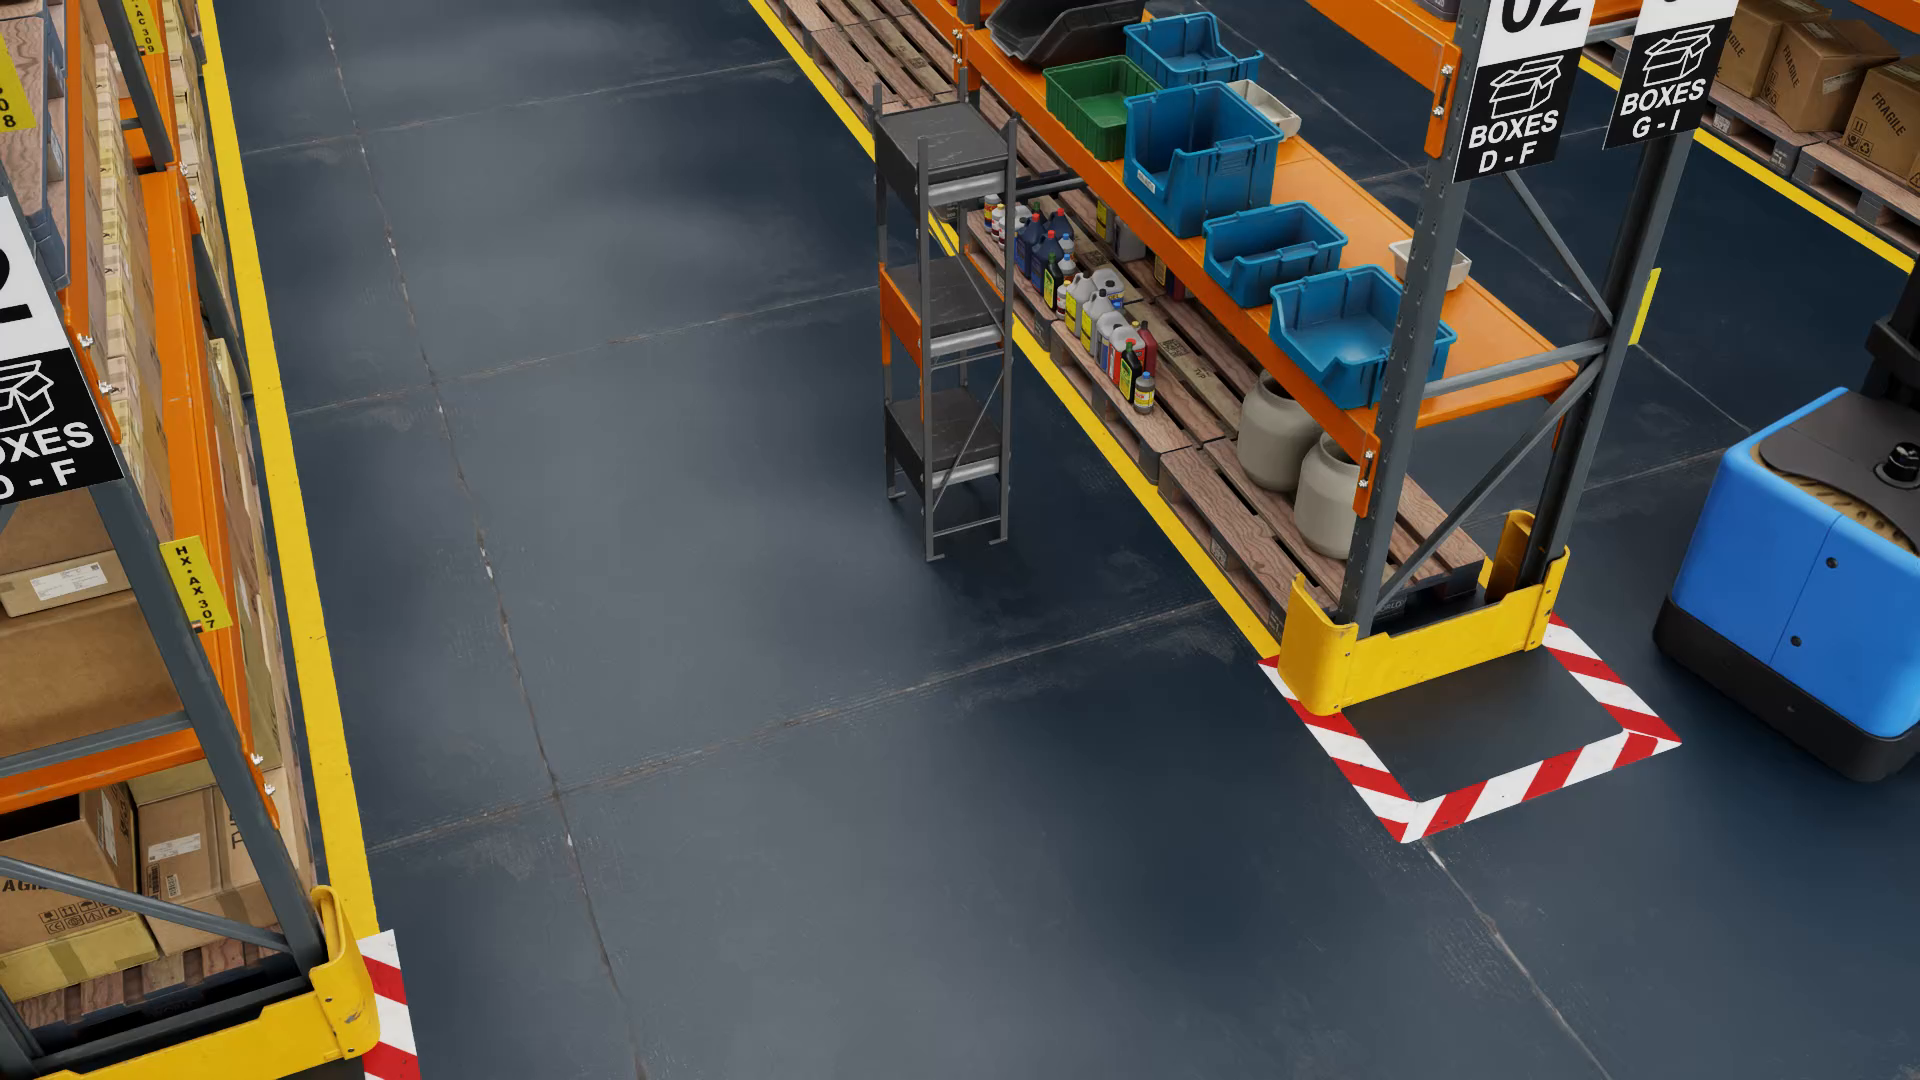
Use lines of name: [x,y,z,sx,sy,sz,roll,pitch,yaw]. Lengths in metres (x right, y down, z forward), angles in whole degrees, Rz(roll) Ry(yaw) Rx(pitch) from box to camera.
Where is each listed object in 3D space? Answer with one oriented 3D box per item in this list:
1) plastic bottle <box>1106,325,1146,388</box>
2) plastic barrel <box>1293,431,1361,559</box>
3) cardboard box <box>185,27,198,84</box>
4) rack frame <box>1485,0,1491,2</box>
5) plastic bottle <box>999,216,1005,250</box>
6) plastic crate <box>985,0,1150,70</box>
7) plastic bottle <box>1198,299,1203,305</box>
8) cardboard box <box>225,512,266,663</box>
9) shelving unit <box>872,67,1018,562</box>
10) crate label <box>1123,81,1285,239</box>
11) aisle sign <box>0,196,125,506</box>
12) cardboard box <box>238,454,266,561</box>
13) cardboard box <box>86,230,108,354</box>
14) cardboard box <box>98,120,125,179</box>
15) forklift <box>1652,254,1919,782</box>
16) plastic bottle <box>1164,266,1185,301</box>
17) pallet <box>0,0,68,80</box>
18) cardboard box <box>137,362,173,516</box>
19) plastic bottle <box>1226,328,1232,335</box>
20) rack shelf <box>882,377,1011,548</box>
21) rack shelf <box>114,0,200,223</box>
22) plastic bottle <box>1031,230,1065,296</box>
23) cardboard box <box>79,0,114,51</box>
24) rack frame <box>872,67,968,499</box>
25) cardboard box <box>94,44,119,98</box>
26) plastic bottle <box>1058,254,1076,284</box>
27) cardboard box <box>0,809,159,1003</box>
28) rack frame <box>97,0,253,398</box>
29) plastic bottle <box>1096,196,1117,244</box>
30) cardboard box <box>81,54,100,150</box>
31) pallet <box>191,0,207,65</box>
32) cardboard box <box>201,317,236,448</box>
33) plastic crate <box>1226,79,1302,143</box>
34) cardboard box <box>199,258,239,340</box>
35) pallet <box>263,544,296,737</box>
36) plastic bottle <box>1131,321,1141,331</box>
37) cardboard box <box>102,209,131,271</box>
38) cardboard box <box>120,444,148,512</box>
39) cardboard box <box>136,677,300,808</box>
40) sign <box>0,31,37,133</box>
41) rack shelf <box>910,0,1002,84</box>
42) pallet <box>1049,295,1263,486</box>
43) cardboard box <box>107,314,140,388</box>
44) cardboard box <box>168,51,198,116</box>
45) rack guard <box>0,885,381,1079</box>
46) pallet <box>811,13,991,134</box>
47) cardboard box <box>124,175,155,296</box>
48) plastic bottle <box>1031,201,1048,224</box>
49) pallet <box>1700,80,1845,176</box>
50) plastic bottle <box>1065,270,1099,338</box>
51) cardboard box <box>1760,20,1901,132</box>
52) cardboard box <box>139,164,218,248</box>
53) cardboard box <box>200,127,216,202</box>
plastic bottle: [0.819,-0.906,8.173,0.152,0.276,0.135,-15,43,-17]
plastic barrel: [1.676,-0.210,7.198,0.421,0.512,0.421,0,41,0]
cardboard box: [-5.214,-3.062,10.716,0.500,0.250,0.500,-14,43,-16]
rack frame: [1.998,-2.891,4.129,1.000,3.000,0.127,-15,43,-17]
plastic bottle: [0.262,-1.708,9.163,0.097,0.201,0.097,0,41,0]
plastic crate: [0.550,-2.655,8.503,0.767,0.338,0.504,-15,43,-17]
plastic bottle: [1.306,-1.342,8.738,0.097,0.201,0.097,0,41,0]
cardboard box: [-2.976,0.239,6.302,0.500,0.500,0.500,-15,43,-17]
shelving unit: [-0.063,-0.896,7.100,0.431,2.100,0.503,-15,43,-17]
crate label: [1.044,-1.671,7.284,0.502,0.435,0.616,-15,43,-17]
aisle sign: [-2.272,-0.405,3.845,0.394,0.787,0.004,-15,43,-17]
cardboard box: [-3.344,-0.083,7.251,0.500,0.250,0.500,-15,43,-17]
cardboard box: [-3.167,-0.848,5.282,0.700,0.500,0.500,-15,43,-17]
cardboard box: [-3.512,-1.501,6.540,0.380,0.149,0.250,-15,43,-17]
forklift: [4.445,-0.931,6.503,3.031,2.935,1.130,-24,46,-26]
plastic bottle: [1.138,-1.411,8.754,0.061,0.283,0.133,-15,43,-17]
pallet: [-3.297,-1.655,5.060,1.003,0.211,1.213,-15,43,-17]
cardboard box: [-3.137,-0.321,5.664,0.700,0.500,0.500,-15,43,-17]
plastic bottle: [1.423,-1.185,8.501,0.097,0.271,0.097,0,41,0]
rack shelf: [-0.063,-0.355,7.565,0.431,0.518,0.480,-15,43,-17]
rack shelf: [-4.875,-2.724,9.088,1.077,0.370,4.000,-15,43,-17]
plastic bottle: [0.465,-1.485,8.789,0.144,0.351,0.185,-17,43,-19]
cardboard box: [-4.591,-2.614,8.331,0.500,0.500,0.500,-12,42,-14]
rack frame: [-0.157,-1.043,7.271,0.400,2.100,0.015,-15,43,-17]
cardboard box: [-3.808,-1.966,7.080,0.380,0.149,0.250,-15,43,-17]
plastic bottle: [0.556,-1.375,8.723,0.097,0.271,0.097,0,41,0]
cardboard box: [-3.058,1.251,5.700,0.500,0.250,0.500,-15,43,-17]
rack frame: [-4.110,-1.792,7.452,1.000,3.000,0.127,-15,43,-17]
plastic bottle: [0.847,-1.836,9.198,0.144,0.351,0.185,-15,43,-17]
cardboard box: [-3.740,-1.752,6.334,0.700,0.500,0.500,-15,43,-17]
pallet: [-5.891,-3.604,11.698,1.003,0.211,1.213,-15,43,-17]
cardboard box: [-3.550,-0.664,7.352,0.500,0.500,0.500,-15,43,-17]
plastic crate: [1.323,-2.011,7.909,0.530,0.136,0.437,-15,43,-17]
cardboard box: [-4.036,-1.214,8.566,0.500,0.250,0.500,-16,43,-18]
pallet: [-3.374,0.490,6.936,1.003,0.211,1.213,-15,43,-17]
plastic bottle: [0.874,-1.004,8.344,0.097,0.201,0.097,0,41,0]
cardboard box: [-3.219,-1.041,6.005,0.380,0.149,0.250,-14,43,-15]
cardboard box: [-2.634,-0.115,4.928,0.380,0.149,0.250,-16,43,-18]
cardboard box: [-2.774,0.822,6.199,0.500,0.250,0.500,-15,43,-17]
sign: [-2.065,-1.016,3.518,0.100,0.325,0.005,-15,43,-17]
rack shelf: [-0.298,-3.958,10.522,1.077,0.370,4.000,-15,43,-17]
pallet: [1.157,-0.817,8.457,1.003,0.211,1.213,-15,43,-17]
cardboard box: [-2.927,-0.578,5.466,0.380,0.149,0.250,-16,43,-18]
cardboard box: [-4.817,-2.661,9.819,0.500,0.311,0.500,-15,43,-17]
rack guard: [-2.571,1.579,5.448,1.175,0.500,0.348,-15,43,-17]
pallet: [-0.339,-3.168,11.191,1.003,0.211,1.213,-15,43,-17]
cardboard box: [-3.727,-1.248,6.743,0.700,0.500,0.500,-16,43,-17]
plastic bottle: [0.432,-1.700,9.091,0.061,0.283,0.133,-15,43,-17]
pallet: [5.333,-2.808,10.773,1.003,0.211,1.213,-15,43,-17]
plastic bottle: [0.628,-1.229,8.491,0.144,0.351,0.185,-15,43,-17]
cardboard box: [5.386,-2.879,10.311,0.500,0.500,0.500,-3,41,-3]
cardboard box: [-4.225,-1.736,8.743,0.500,0.311,0.500,-16,43,-17]
cardboard box: [-4.625,-2.140,9.643,0.500,0.250,0.500,-14,43,-16]
